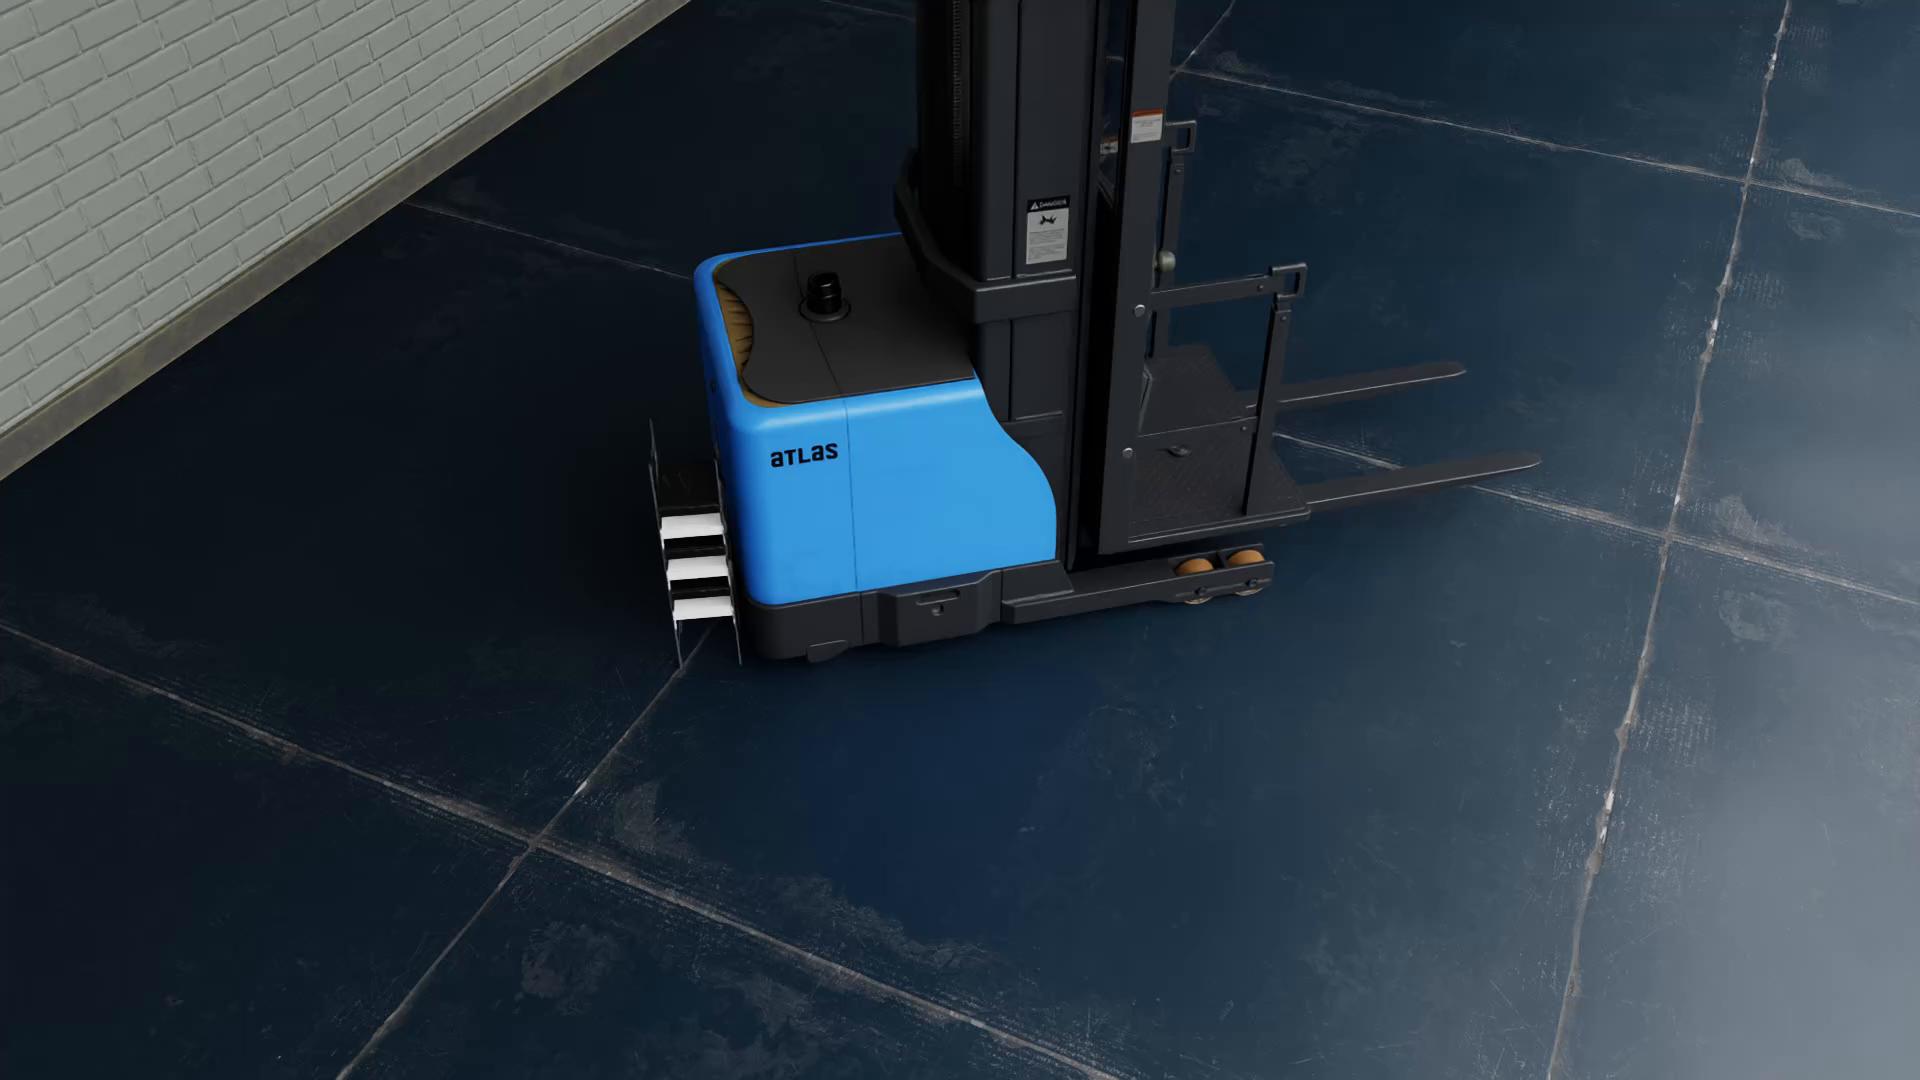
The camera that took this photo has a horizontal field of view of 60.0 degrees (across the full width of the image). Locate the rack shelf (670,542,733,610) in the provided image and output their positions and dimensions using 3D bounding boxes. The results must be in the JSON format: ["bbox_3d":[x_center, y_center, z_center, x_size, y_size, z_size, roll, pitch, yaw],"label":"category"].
[{"bbox_3d":[-0.875,0.115,5.618,0.200,0.077,0.258,-5,41,-5],"label":"rack shelf"}]

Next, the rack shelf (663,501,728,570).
[{"bbox_3d":[-0.875,-0.021,5.500,0.200,0.077,0.258,-5,41,-5],"label":"rack shelf"}]

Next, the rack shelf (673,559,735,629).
[{"bbox_3d":[-0.875,0.183,5.677,0.200,0.077,0.258,-5,41,-5],"label":"rack shelf"}]

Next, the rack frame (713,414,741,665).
[{"bbox_3d":[-0.774,0.014,5.547,0.006,0.900,0.240,-5,41,-5],"label":"rack frame"}]

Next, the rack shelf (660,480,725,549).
[{"bbox_3d":[-0.875,-0.089,5.442,0.200,0.077,0.258,-5,41,-5],"label":"rack shelf"}]

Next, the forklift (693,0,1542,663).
[{"bbox_3d":[0.641,-1.204,5.402,3.031,2.935,1.130,-9,42,-11],"label":"forklift"}]

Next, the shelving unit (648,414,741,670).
[{"bbox_3d":[-0.875,0.022,5.538,0.210,0.900,0.258,-5,41,-5],"label":"shelving unit"}]

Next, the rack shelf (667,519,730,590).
[{"bbox_3d":[-0.875,0.047,5.559,0.200,0.077,0.258,-5,41,-5],"label":"rack shelf"}]

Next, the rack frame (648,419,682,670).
[{"bbox_3d":[-0.976,0.030,5.528,0.006,0.900,0.240,-5,41,-5],"label":"rack frame"}]

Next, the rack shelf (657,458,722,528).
[{"bbox_3d":[-0.875,-0.157,5.383,0.200,0.077,0.258,-5,41,-5],"label":"rack shelf"}]
